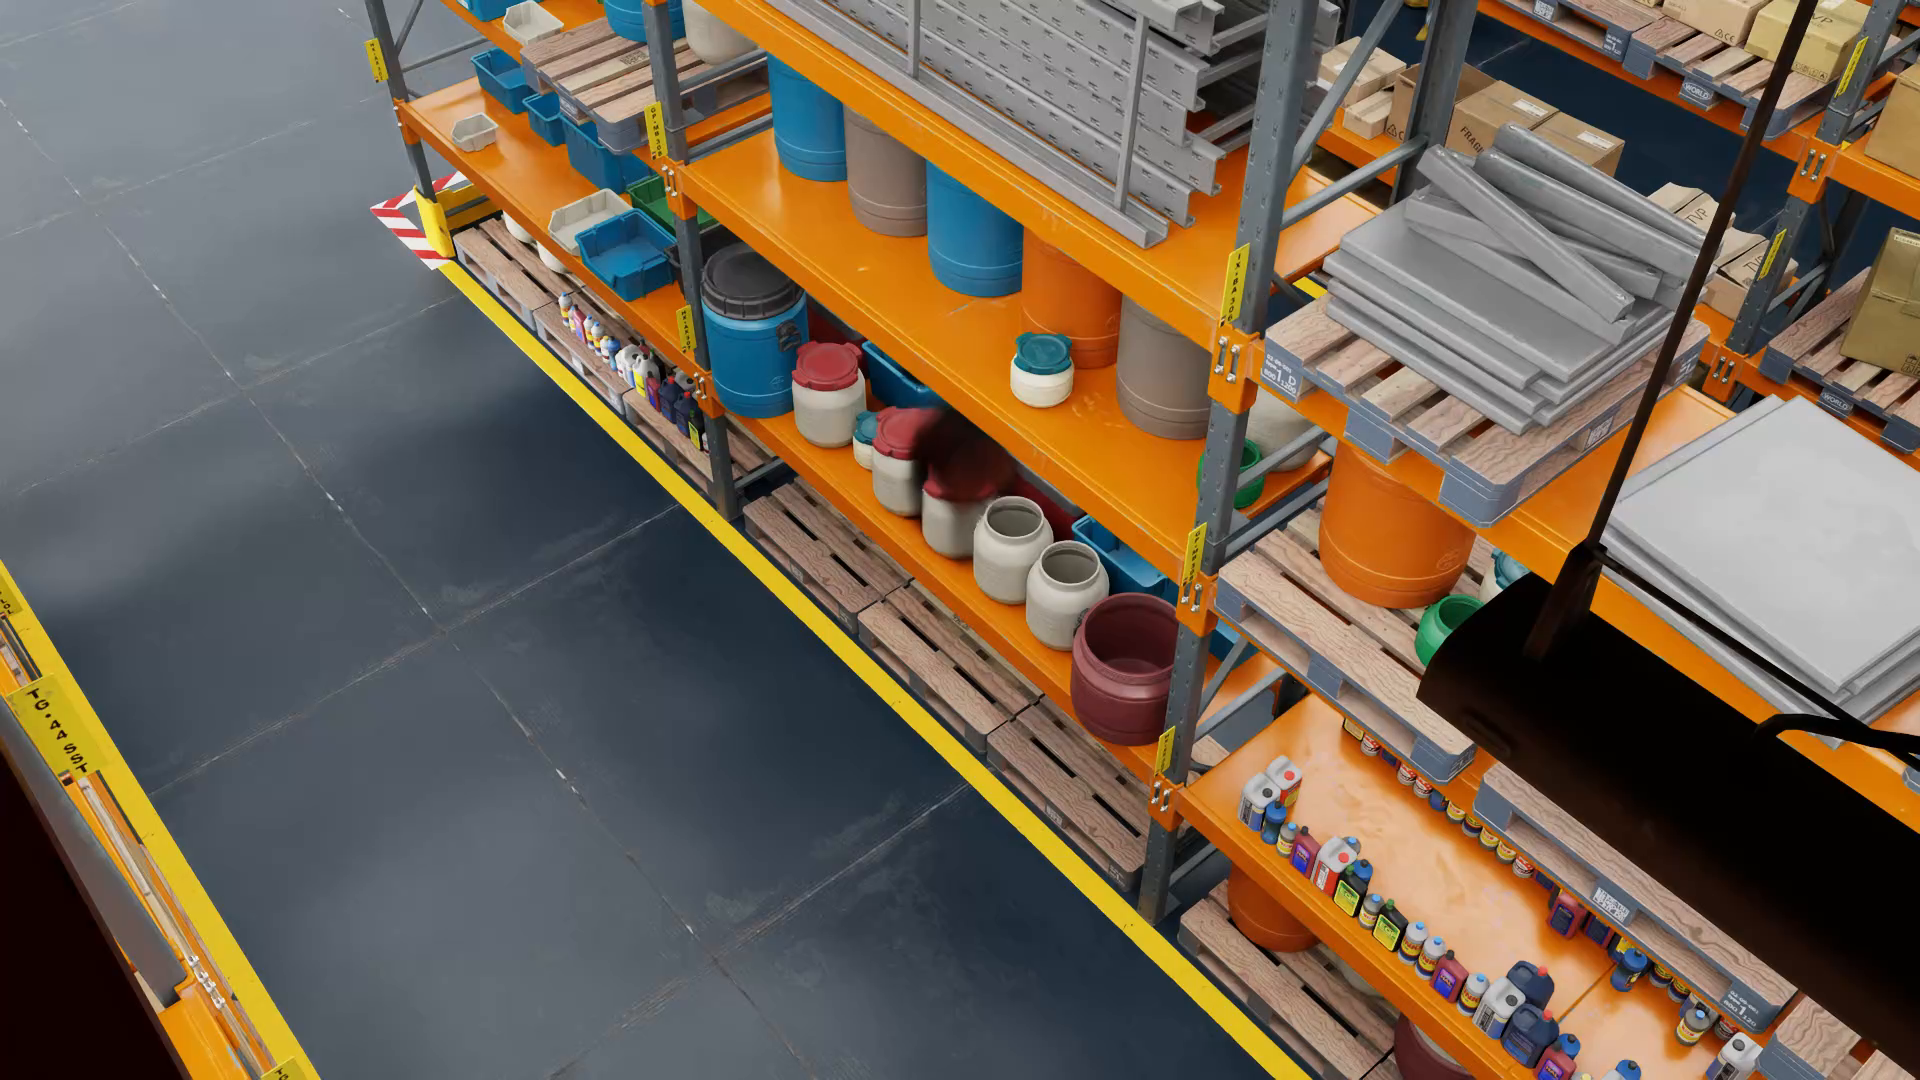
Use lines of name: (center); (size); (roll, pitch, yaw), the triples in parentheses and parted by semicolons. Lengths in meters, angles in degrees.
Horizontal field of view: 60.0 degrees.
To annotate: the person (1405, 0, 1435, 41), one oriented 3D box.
person: (4.348, -5.479, 14.987); (0.468, 1.808, 0.680); (-12, 48, -11)
